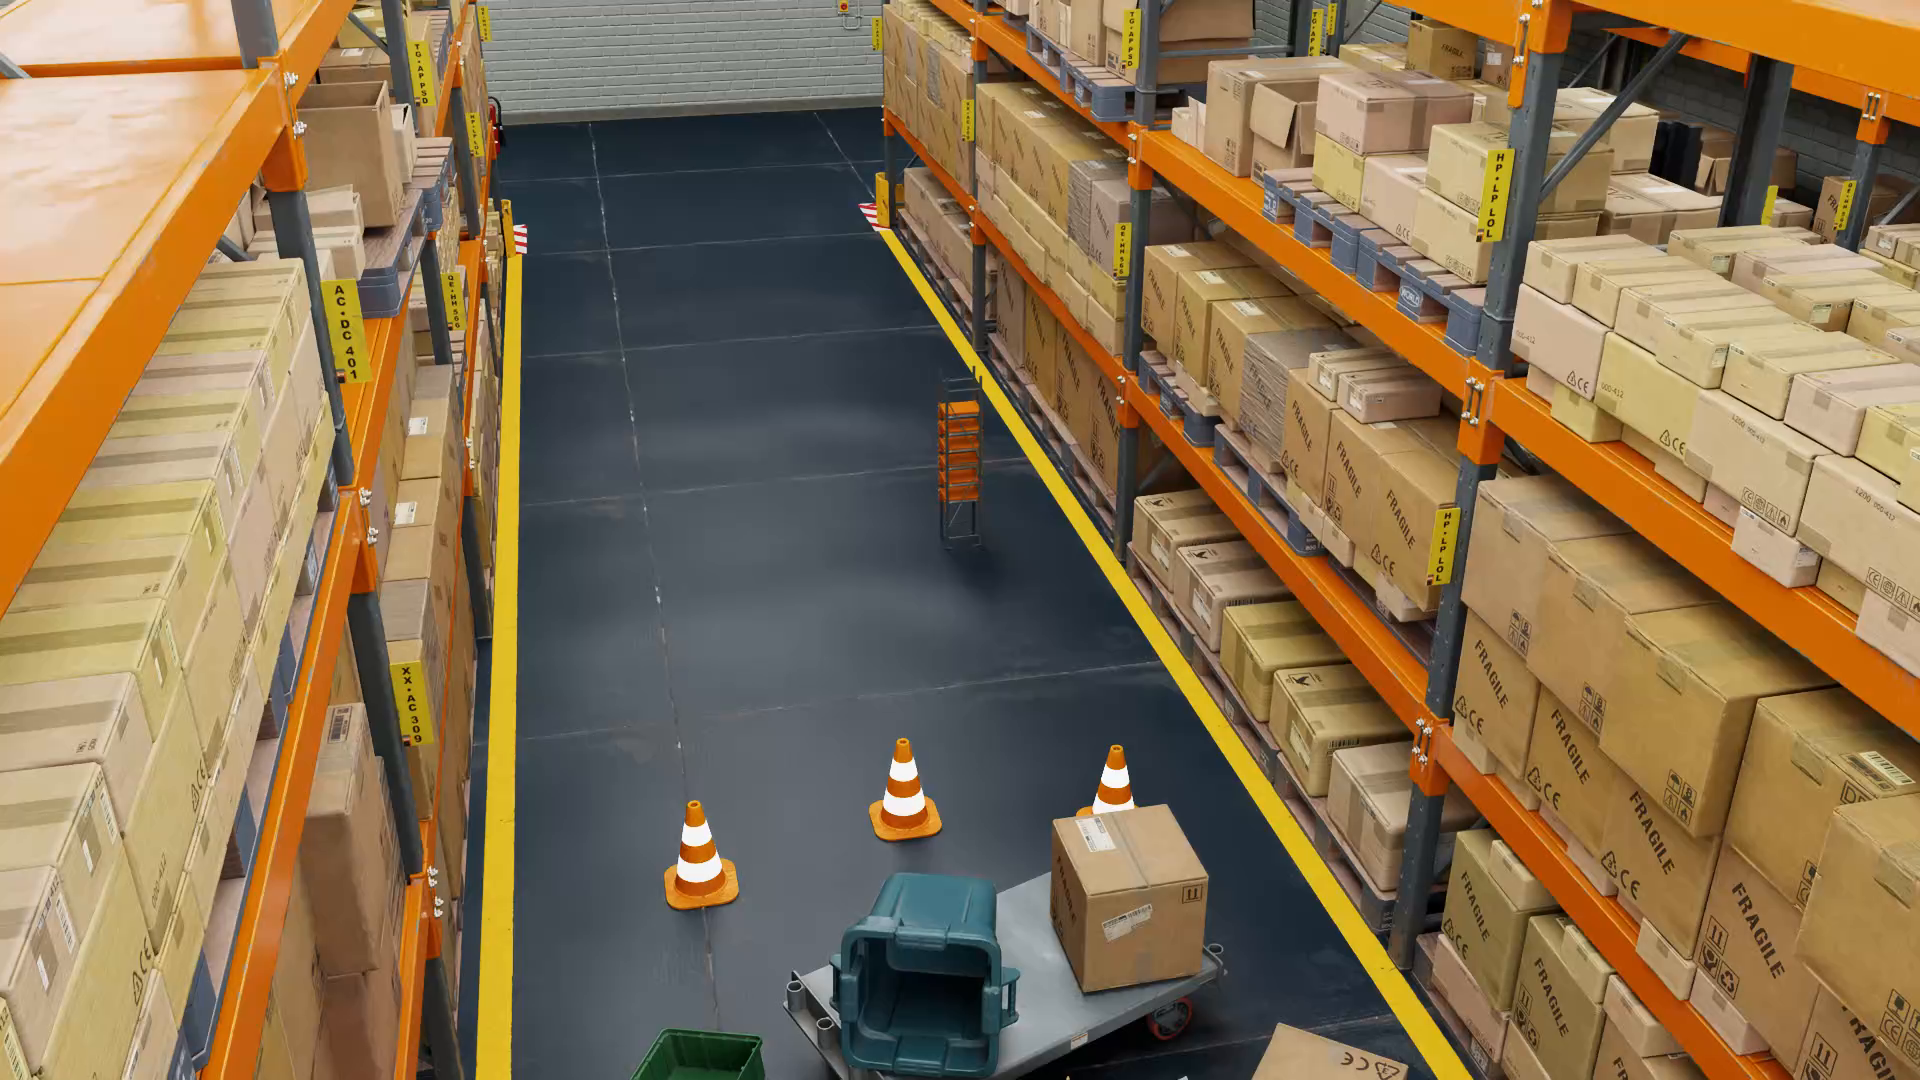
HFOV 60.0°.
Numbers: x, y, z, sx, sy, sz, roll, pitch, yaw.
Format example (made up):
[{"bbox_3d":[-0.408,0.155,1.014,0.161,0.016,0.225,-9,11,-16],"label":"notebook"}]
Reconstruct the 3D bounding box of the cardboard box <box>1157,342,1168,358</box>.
[{"bbox_3d":[1.399,-1.183,9.924,0.380,0.149,0.250,-8,28,-15],"label":"cardboard box"}]

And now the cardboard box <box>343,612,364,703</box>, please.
[{"bbox_3d":[-2.510,0.326,5.902,0.700,0.500,0.500,-6,27,-12],"label":"cardboard box"}]

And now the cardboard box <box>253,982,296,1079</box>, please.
[{"bbox_3d":[-1.990,1.363,3.702,0.875,0.550,0.500,-6,27,-12],"label":"cardboard box"}]

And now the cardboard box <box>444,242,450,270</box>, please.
[{"bbox_3d":[-3.563,-1.846,10.908,0.380,0.149,0.250,-5,27,-10],"label":"cardboard box"}]

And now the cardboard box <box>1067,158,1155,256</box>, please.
[{"bbox_3d":[1.012,-2.185,10.876,0.500,0.500,0.500,-5,27,-11],"label":"cardboard box"}]

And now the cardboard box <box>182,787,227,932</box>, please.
[{"bbox_3d":[-1.540,0.594,2.964,0.380,0.149,0.250,-6,27,-12],"label":"cardboard box"}]

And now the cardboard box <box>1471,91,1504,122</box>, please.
[{"bbox_3d":[4.960,-4.014,15.556,0.500,0.250,0.500,-6,27,-11],"label":"cardboard box"}]

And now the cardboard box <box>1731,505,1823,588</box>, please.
[{"bbox_3d":[2.444,-0.003,4.724,0.380,0.149,0.250,-6,28,-13],"label":"cardboard box"}]

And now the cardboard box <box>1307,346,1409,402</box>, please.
[{"bbox_3d":[1.831,-0.767,7.659,0.380,0.149,0.250,-7,28,-14],"label":"cardboard box"}]

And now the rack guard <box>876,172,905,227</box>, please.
[{"bbox_3d":[-0.302,-3.676,17.824,1.175,0.500,0.348,-6,27,-12],"label":"rack guard"}]

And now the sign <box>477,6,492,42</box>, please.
[{"bbox_3d":[-4.551,-4.940,15.918,0.100,0.325,0.005,-6,27,-12],"label":"sign"}]

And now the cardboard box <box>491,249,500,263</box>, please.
[{"bbox_3d":[-4.451,-2.625,15.336,0.380,0.149,0.250,-6,27,-11],"label":"cardboard box"}]

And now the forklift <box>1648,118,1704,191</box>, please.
[{"bbox_3d":[3.758,-0.749,9.327,1.130,2.935,3.031,-7,28,-13],"label":"forklift"}]

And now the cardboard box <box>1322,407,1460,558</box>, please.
[{"bbox_3d":[1.967,-0.275,7.405,0.500,0.500,0.500,-6,27,-11],"label":"cardboard box"}]

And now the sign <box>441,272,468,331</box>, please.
[{"bbox_3d":[-2.753,-1.297,9.052,0.100,0.325,0.005,-6,27,-12],"label":"sign"}]

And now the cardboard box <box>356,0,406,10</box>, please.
[{"bbox_3d":[-3.328,-2.987,9.397,0.396,0.266,0.258,-6,27,-12],"label":"cardboard box"}]

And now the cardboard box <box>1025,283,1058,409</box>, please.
[{"bbox_3d":[1.034,-1.604,12.838,0.875,0.875,0.875,-5,27,-10],"label":"cardboard box"}]

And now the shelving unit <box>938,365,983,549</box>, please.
[{"bbox_3d":[0.003,-0.529,10.814,0.258,1.200,0.189,-6,27,-12],"label":"shelving unit"}]

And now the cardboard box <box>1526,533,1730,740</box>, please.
[{"bbox_3d":[2.390,0.305,5.613,0.700,0.500,0.500,-6,27,-11],"label":"cardboard box"}]

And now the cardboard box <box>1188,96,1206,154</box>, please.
[{"bbox_3d":[1.469,-2.281,9.106,0.396,0.266,0.258,-6,27,-12],"label":"cardboard box"}]

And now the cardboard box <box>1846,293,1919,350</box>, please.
[{"bbox_3d":[2.983,-0.649,5.118,0.380,0.149,0.250,-5,27,-10],"label":"cardboard box"}]

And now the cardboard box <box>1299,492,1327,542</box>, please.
[{"bbox_3d":[1.827,-0.125,7.828,0.380,0.149,0.250,-6,27,-11],"label":"cardboard box"}]

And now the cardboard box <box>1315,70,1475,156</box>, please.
[{"bbox_3d":[1.902,-1.883,7.315,0.500,0.250,0.500,-6,27,-11],"label":"cardboard box"}]

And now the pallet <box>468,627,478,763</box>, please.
[{"bbox_3d":[-3.189,0.877,9.126,1.003,0.211,1.213,-6,27,-12],"label":"pallet"}]

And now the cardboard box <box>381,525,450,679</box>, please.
[{"bbox_3d":[-2.473,0.290,7.082,0.500,0.500,0.500,-6,27,-12],"label":"cardboard box"}]

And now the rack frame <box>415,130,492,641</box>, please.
[{"bbox_3d":[-3.293,-0.722,9.198,1.000,3.000,0.127,-6,27,-12],"label":"rack frame"}]

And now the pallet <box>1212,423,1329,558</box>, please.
[{"bbox_3d":[1.993,-0.319,8.612,1.003,0.211,1.213,-6,27,-12],"label":"pallet"}]

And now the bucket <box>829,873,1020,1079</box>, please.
[{"bbox_3d":[-0.115,1.642,6.460,0.726,0.611,0.620,3,17,6],"label":"bucket"}]

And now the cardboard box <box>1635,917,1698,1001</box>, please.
[{"bbox_3d":[2.446,1.332,5.406,0.380,0.149,0.250,-6,27,-11],"label":"cardboard box"}]

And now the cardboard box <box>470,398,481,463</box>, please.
[{"bbox_3d":[-3.327,-0.678,10.587,0.500,0.250,0.500,-6,27,-12],"label":"cardboard box"}]

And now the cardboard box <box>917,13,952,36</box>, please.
[{"bbox_3d":[-0.178,-4.693,15.124,0.380,0.149,0.250,-7,28,-13],"label":"cardboard box"}]

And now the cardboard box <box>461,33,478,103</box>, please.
[{"bbox_3d":[-4.388,-4.001,14.143,0.500,0.500,0.500,-7,28,-13],"label":"cardboard box"}]

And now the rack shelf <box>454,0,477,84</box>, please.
[{"bbox_3d":[-4.646,-4.374,13.903,1.077,0.370,4.000,-6,27,-12],"label":"rack shelf"}]

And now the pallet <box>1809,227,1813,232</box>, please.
[{"bbox_3d":[6.121,-1.980,11.902,1.213,0.211,1.003,-6,27,-12],"label":"pallet"}]

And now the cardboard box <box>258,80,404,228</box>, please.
[{"bbox_3d":[-2.629,-1.603,6.927,0.500,0.500,0.500,-6,27,-12],"label":"cardboard box"}]

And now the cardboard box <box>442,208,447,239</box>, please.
[{"bbox_3d":[-3.621,-2.090,11.061,0.380,0.149,0.250,-7,28,-14],"label":"cardboard box"}]

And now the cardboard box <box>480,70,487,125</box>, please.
[{"bbox_3d":[-4.633,-4.014,15.279,0.500,0.500,0.500,-6,27,-12],"label":"cardboard box"}]

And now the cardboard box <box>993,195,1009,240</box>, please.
[{"bbox_3d":[0.565,-2.511,12.909,0.500,0.250,0.500,-7,28,-13],"label":"cardboard box"}]

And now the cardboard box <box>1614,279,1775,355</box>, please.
[{"bbox_3d":[2.299,-0.697,5.212,0.380,0.149,0.250,-7,28,-13],"label":"cardboard box"}]

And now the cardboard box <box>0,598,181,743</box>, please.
[{"bbox_3d":[-1.541,0.238,2.784,0.380,0.149,0.250,-6,27,-12],"label":"cardboard box"}]

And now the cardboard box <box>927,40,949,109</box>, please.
[{"bbox_3d":[-0.001,-4.141,14.752,0.500,0.500,0.500,-6,27,-11],"label":"cardboard box"}]

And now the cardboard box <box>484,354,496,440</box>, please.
[{"bbox_3d":[-3.667,-1.025,12.106,0.500,0.500,0.500,-7,28,-13],"label":"cardboard box"}]

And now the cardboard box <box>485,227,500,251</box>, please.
[{"bbox_3d":[-4.436,-2.758,15.270,0.380,0.149,0.250,-5,27,-10],"label":"cardboard box"}]

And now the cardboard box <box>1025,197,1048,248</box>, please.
[{"bbox_3d":[0.778,-2.287,11.911,0.500,0.250,0.500,-7,28,-13],"label":"cardboard box"}]

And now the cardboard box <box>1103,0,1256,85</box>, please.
[{"bbox_3d":[1.275,-2.992,9.786,0.797,0.503,0.637,-8,28,-15],"label":"cardboard box"}]

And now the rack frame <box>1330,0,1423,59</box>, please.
[{"bbox_3d":[4.539,-5.287,18.242,1.000,3.000,0.127,-6,27,-12],"label":"rack frame"}]

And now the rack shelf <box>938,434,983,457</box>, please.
[{"bbox_3d":[0.003,-0.597,10.779,0.258,0.103,0.180,-6,27,-12],"label":"rack shelf"}]

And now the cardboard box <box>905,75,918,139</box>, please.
[{"bbox_3d":[-0.230,-4.142,15.862,0.500,0.500,0.500,-6,27,-12],"label":"cardboard box"}]

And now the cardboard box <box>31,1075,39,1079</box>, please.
[{"bbox_3d":[-1.349,0.915,1.885,0.500,0.250,0.500,-6,27,-12],"label":"cardboard box"}]

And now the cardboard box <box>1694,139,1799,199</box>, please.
[{"bbox_3d":[5.794,-2.706,12.548,0.797,0.503,0.637,-7,28,-13],"label":"cardboard box"}]

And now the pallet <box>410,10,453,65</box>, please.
[{"bbox_3d":[-4.159,-3.451,11.485,1.213,0.211,1.003,-6,27,-12],"label":"pallet"}]

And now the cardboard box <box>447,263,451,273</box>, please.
[{"bbox_3d":[-3.556,-1.711,10.969,0.380,0.149,0.250,-7,28,-13],"label":"cardboard box"}]

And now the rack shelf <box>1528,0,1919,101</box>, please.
[{"bbox_3d":[2.859,-0.991,3.874,1.077,0.370,4.000,-6,27,-12],"label":"rack shelf"}]
